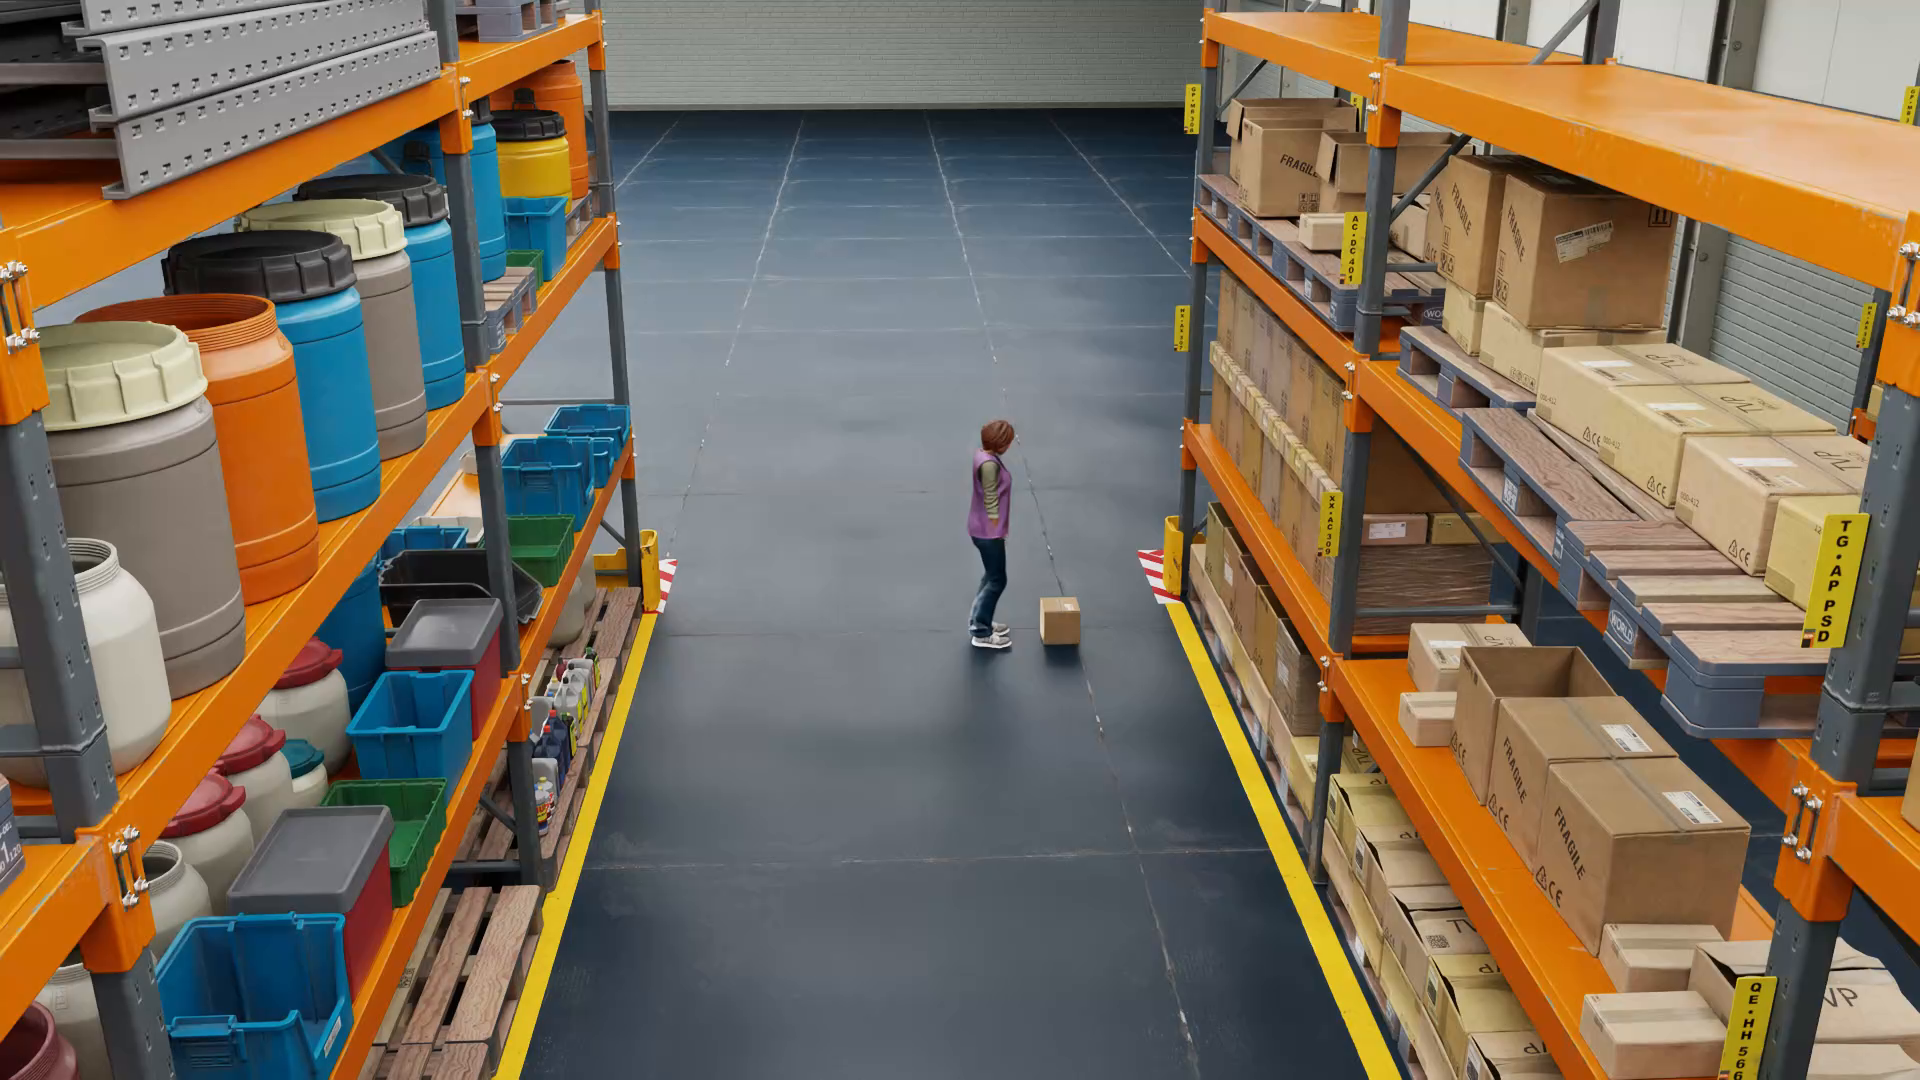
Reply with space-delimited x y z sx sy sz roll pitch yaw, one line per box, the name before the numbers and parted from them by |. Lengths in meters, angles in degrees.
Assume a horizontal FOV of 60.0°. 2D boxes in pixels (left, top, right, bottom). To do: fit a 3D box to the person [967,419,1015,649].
person | 0.204 -0.050 11.274 0.316 1.570 0.412 -1 21 -2
